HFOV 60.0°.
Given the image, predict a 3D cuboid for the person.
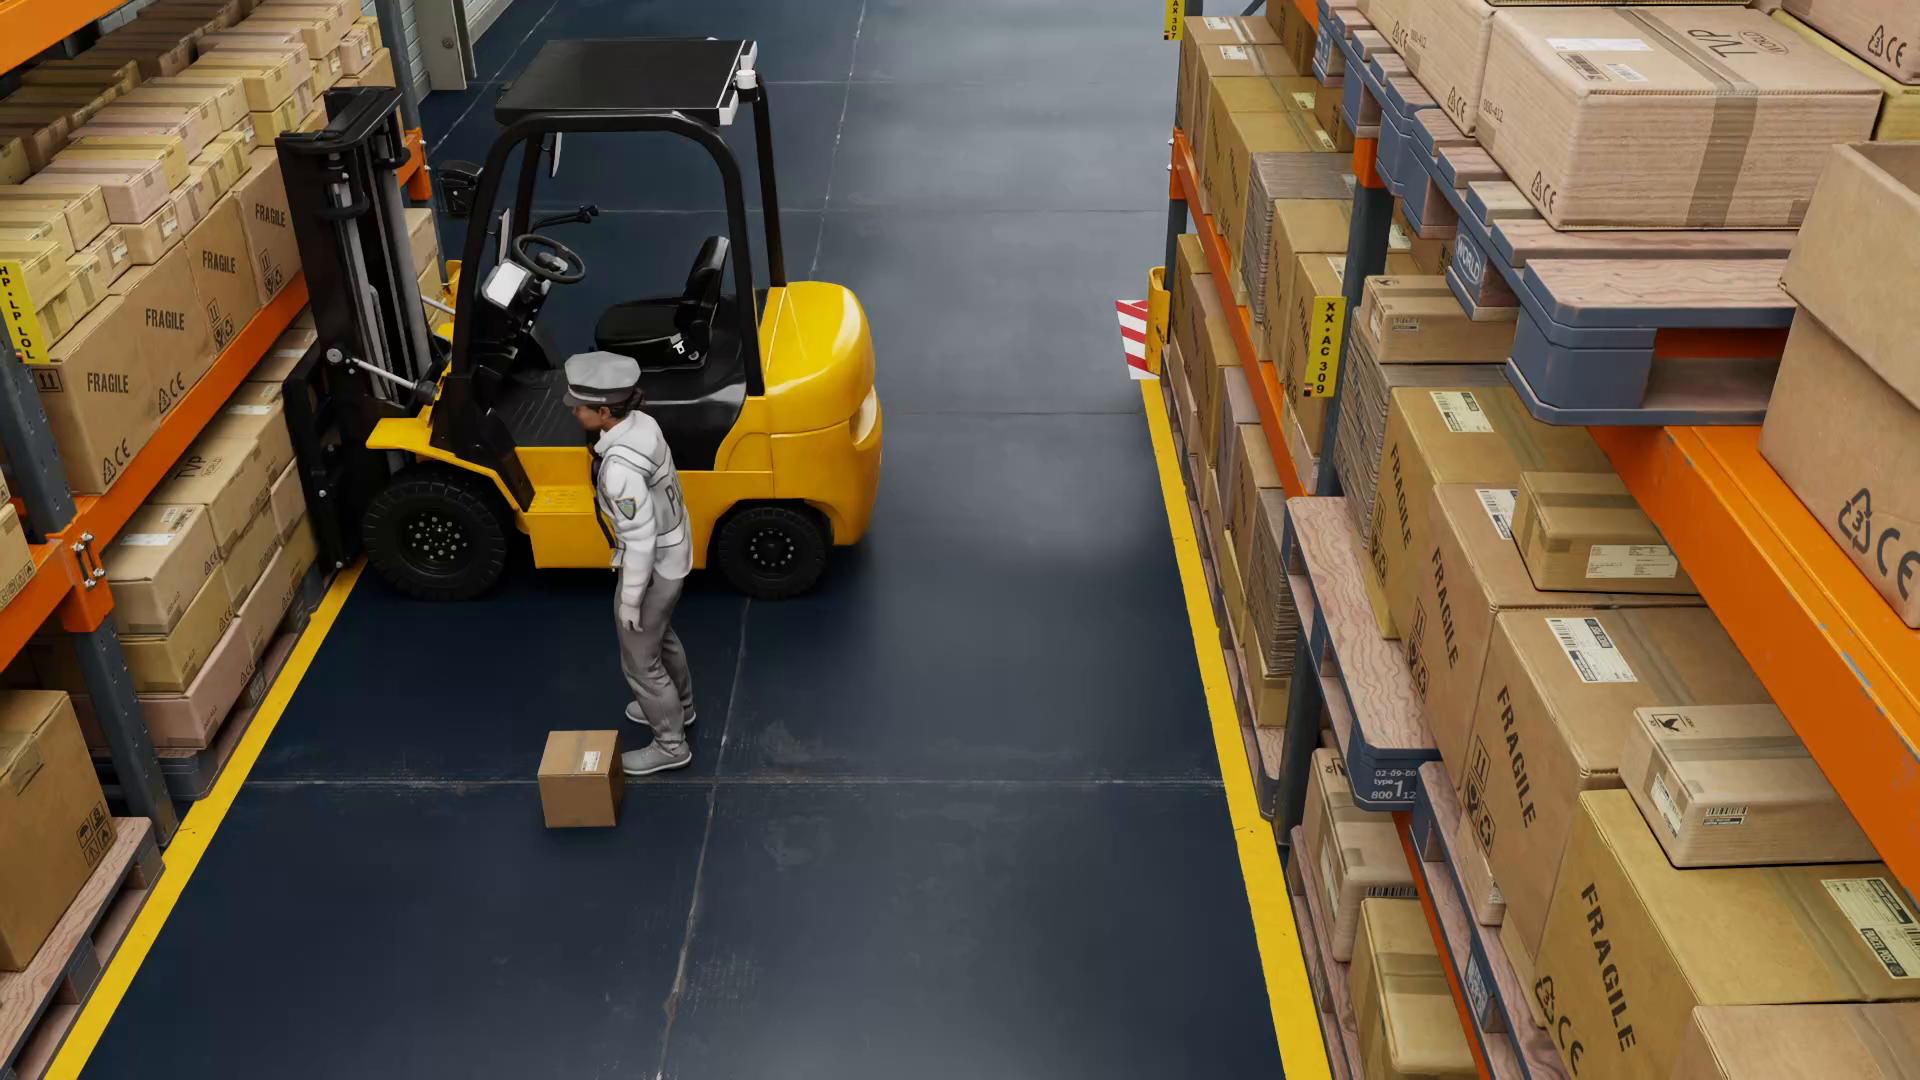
[{"bbox_3d":[-1.144,0.099,5.972,0.376,1.663,0.544,-2,32,-3],"label":"person"}]
